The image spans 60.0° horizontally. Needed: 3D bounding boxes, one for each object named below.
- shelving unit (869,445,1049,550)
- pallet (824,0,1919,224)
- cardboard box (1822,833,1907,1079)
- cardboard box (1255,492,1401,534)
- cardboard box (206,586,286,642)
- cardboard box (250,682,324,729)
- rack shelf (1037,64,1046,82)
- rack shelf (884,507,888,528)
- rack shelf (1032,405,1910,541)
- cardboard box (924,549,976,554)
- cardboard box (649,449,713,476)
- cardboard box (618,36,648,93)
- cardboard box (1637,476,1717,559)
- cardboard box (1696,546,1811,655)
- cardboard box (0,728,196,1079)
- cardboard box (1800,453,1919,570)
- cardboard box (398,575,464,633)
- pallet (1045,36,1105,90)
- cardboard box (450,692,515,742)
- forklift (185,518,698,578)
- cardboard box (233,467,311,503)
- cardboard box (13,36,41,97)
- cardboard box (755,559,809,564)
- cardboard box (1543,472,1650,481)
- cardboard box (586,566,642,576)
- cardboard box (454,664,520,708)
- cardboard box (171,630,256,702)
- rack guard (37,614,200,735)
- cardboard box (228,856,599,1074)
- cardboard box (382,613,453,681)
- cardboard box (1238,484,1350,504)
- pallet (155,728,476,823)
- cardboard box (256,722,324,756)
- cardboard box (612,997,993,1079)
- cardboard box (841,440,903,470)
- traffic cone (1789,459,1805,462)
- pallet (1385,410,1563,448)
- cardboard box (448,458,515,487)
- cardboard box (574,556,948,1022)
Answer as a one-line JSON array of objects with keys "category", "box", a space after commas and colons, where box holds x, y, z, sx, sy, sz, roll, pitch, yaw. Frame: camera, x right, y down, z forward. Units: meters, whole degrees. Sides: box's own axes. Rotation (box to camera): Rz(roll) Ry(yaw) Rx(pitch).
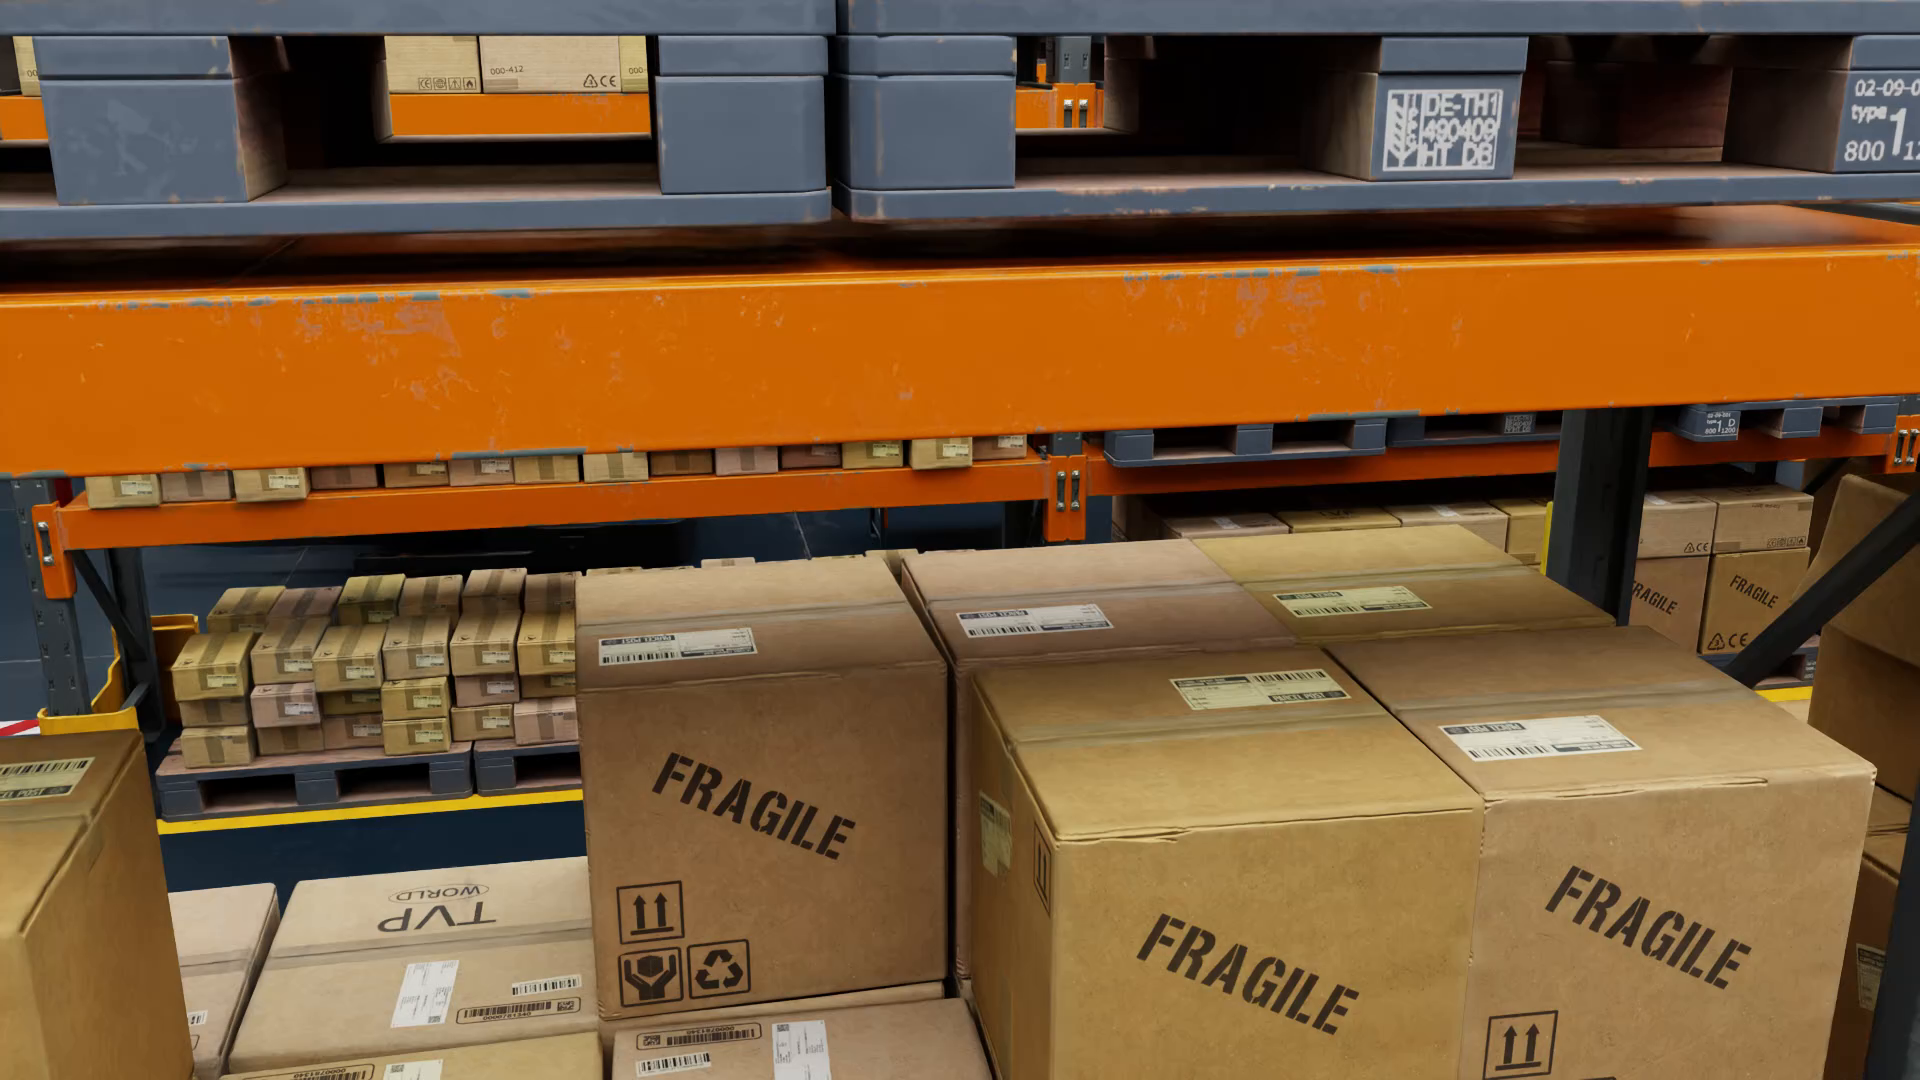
[{"category": "shelving unit", "box": [-0.007, -0.537, 10.145, 1.048, 1.125, 0.538, -3, 17, -10]}, {"category": "pallet", "box": [0.394, -0.578, 2.127, 1.213, 0.211, 1.003, -3, 17, -10]}, {"category": "cardboard box", "box": [1.698, 0.769, 2.528, 0.500, 0.500, 0.500, -3, 17, -10]}, {"category": "cardboard box", "box": [1.655, -0.024, 7.547, 0.500, 0.250, 0.500, -3, 17, -9]}, {"category": "cardboard box", "box": [-3.098, 0.333, 7.245, 0.250, 0.149, 0.380, -3, 17, -10]}, {"category": "cardboard box", "box": [-2.727, 0.624, 6.806, 0.250, 0.149, 0.380, -3, 17, -11]}, {"category": "rack shelf", "box": [1.283, -3.287, 12.023, 4.000, 0.370, 1.077, -3, 17, -10]}, {"category": "rack shelf", "box": [-0.007, -0.304, 10.217, 1.000, 0.278, 0.538, -3, 17, -10]}, {"category": "rack shelf", "box": [2.321, -0.432, 7.835, 4.000, 0.370, 1.077, -3, 17, -10]}, {"category": "cardboard box", "box": [-0.020, 0.172, 7.769, 0.250, 0.149, 0.380, -3, 17, -8]}, {"category": "cardboard box", "box": [-1.164, -0.388, 6.894, 0.250, 0.149, 0.380, -4, 17, -11]}, {"category": "cardboard box", "box": [-1.064, -1.869, 6.434, 0.500, 0.250, 0.500, -3, 17, -11]}, {"category": "cardboard box", "box": [3.169, -0.107, 7.816, 0.500, 0.250, 0.500, -3, 17, -10]}, {"category": "cardboard box", "box": [3.688, 0.219, 8.033, 0.500, 0.500, 0.500, -3, 17, -11]}, {"category": "cardboard box", "box": [-1.208, 0.557, 1.860, 0.500, 0.500, 0.500, -4, 17, -12]}, {"category": "cardboard box", "box": [4.899, -0.021, 8.387, 0.750, 0.750, 1.050, -3, 17, -11]}, {"category": "cardboard box", "box": [-2.344, 0.289, 7.390, 0.250, 0.149, 0.380, -4, 18, -13]}, {"category": "pallet", "box": [0.984, -2.012, 6.966, 1.003, 0.211, 1.213, -3, 17, -10]}, {"category": "cardboard box", "box": [-2.007, 0.705, 7.048, 0.250, 0.149, 0.380, -3, 17, -10]}, {"category": "forklift", "box": [-3.134, -1.316, 9.606, 3.031, 2.935, 1.130, -1, 17, -5]}, {"category": "cardboard box", "box": [-2.674, -0.271, 6.513, 0.250, 0.149, 0.380, -4, 17, -12]}, {"category": "cardboard box", "box": [-3.081, -1.755, 6.065, 0.500, 0.250, 0.500, -3, 17, -8]}, {"category": "cardboard box", "box": [-0.793, 0.220, 7.613, 0.250, 0.149, 0.380, -4, 17, -12]}, {"category": "cardboard box", "box": [3.064, -0.255, 8.298, 0.500, 0.250, 0.500, -3, 17, -11]}, {"category": "cardboard box", "box": [-1.560, 0.252, 7.509, 0.250, 0.149, 0.380, -3, 17, -10]}, {"category": "cardboard box", "box": [-1.989, 0.559, 7.015, 0.250, 0.149, 0.380, -4, 18, -13]}, {"category": "cardboard box", "box": [-2.991, 0.505, 6.687, 0.250, 0.149, 0.380, -4, 18, -13]}, {"category": "rack guard", "box": [-3.496, 0.749, 7.022, 0.348, 0.500, 1.175, -3, 17, -10]}, {"category": "cardboard box", "box": [-0.795, 0.733, 2.566, 0.500, 0.250, 0.500, -3, 17, -10]}, {"category": "cardboard box", "box": [-2.244, 0.440, 6.898, 0.250, 0.149, 0.380, -4, 18, -13]}, {"category": "cardboard box", "box": [1.548, -0.168, 8.015, 0.500, 0.250, 0.500, -2, 17, -8]}, {"category": "pallet", "box": [-2.691, 0.852, 7.179, 1.213, 0.211, 1.003, -3, 17, -10]}, {"category": "cardboard box", "box": [-2.754, 0.745, 6.917, 0.250, 0.149, 0.380, -3, 17, -11]}, {"category": "cardboard box", "box": [-0.194, 0.859, 2.156, 0.500, 0.250, 0.500, -3, 17, -9]}, {"category": "cardboard box", "box": [-0.385, -0.418, 6.991, 0.250, 0.149, 0.380, -3, 17, -8]}, {"category": "traffic cone", "box": [6.222, -0.846, 12.279, 0.334, 0.463, 0.336, -3, 17, -10]}, {"category": "pallet", "box": [2.349, -0.674, 7.723, 1.213, 0.211, 1.003, -3, 17, -10]}, {"category": "cardboard box", "box": [-1.927, -0.339, 6.733, 0.250, 0.149, 0.380, -4, 17, -12]}, {"category": "cardboard box", "box": [-0.315, 0.350, 2.534, 0.500, 0.500, 0.500, -4, 17, -12]}]
